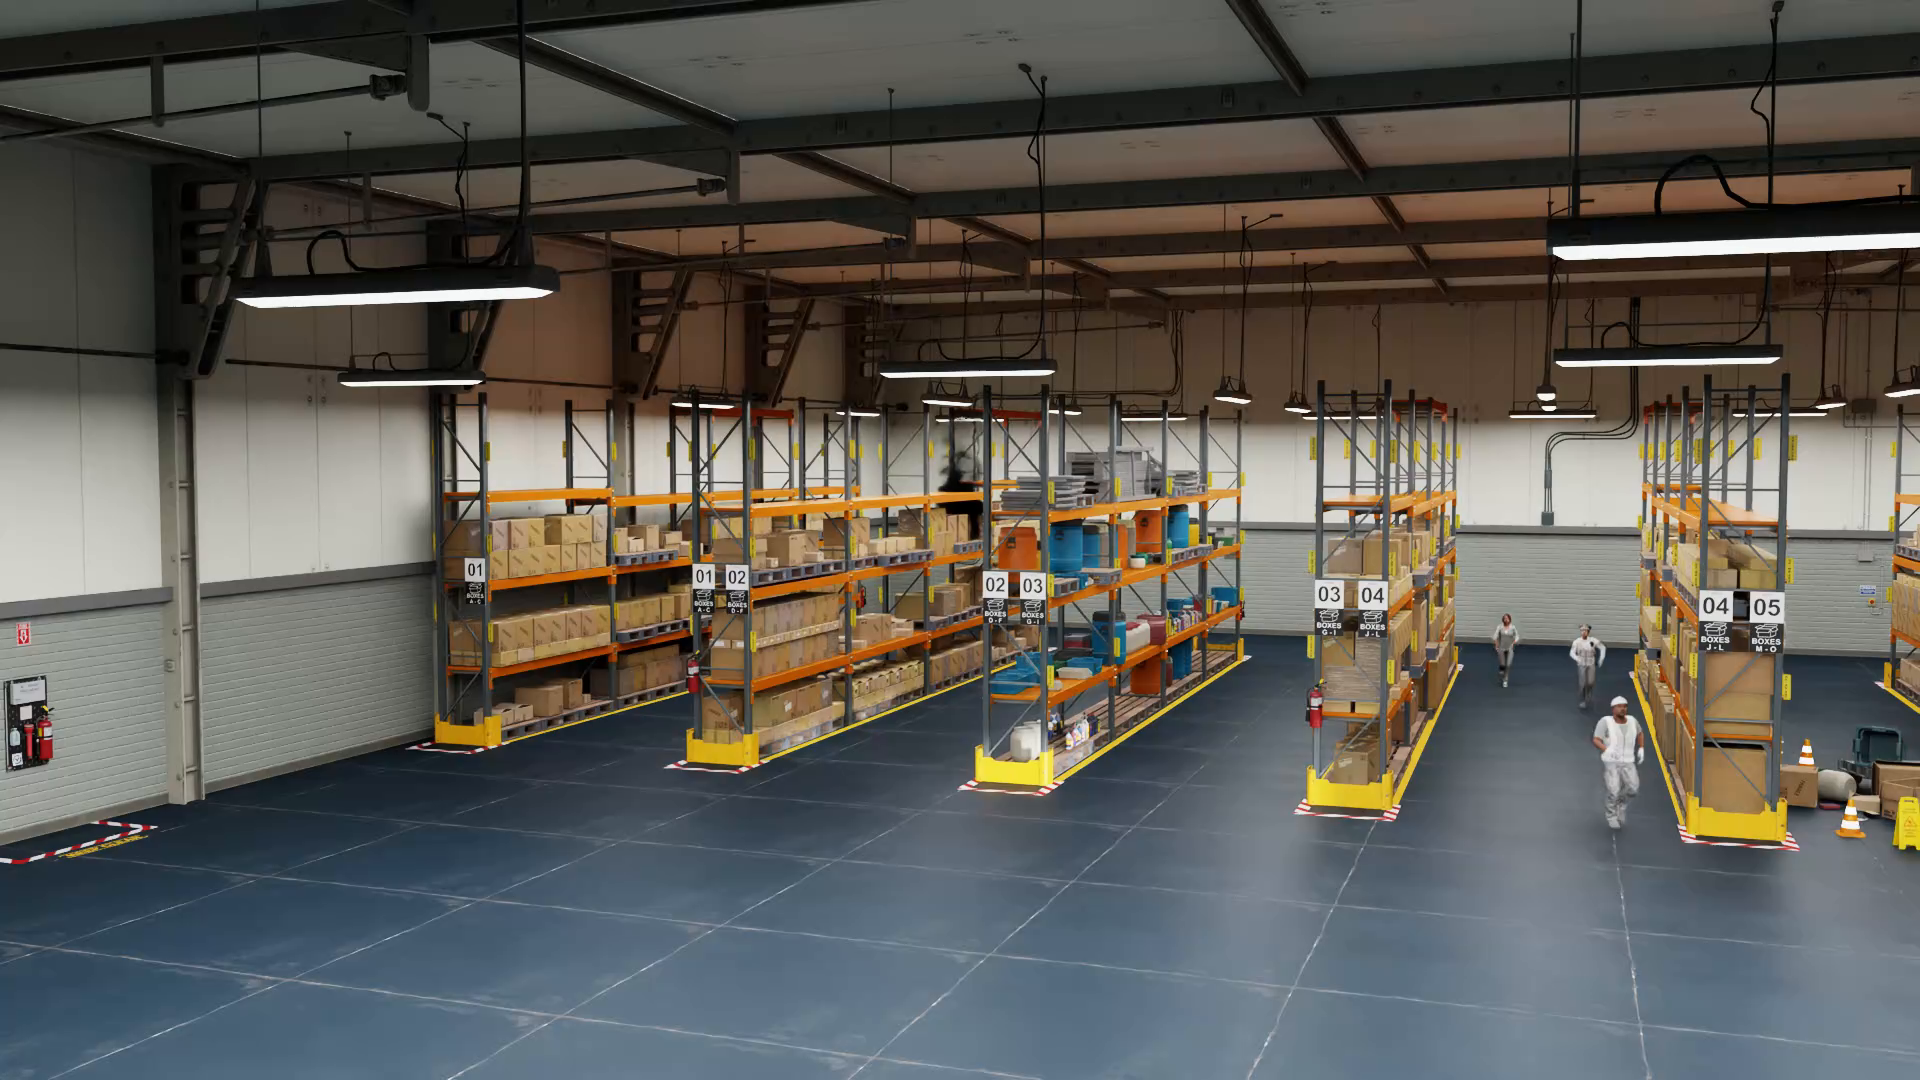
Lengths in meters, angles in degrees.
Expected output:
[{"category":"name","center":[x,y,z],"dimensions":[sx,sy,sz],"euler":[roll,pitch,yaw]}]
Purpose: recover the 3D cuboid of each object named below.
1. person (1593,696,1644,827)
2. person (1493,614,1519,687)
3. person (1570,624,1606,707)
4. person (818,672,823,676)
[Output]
[{"category":"person","center":[8.793,2.955,22.082],"dimensions":[0.734,1.754,0.605],"euler":[0,3,-2]},{"category":"person","center":[11.646,2.344,35.474],"dimensions":[0.536,1.555,0.553],"euler":[1,3,16]},{"category":"person","center":[12.206,2.452,32.368],"dimensions":[0.636,1.654,0.672],"euler":[1,3,25]},{"category":"person","center":[-2.964,2.384,34.124],"dimensions":[0.628,1.601,0.697],"euler":[1,3,25]}]
